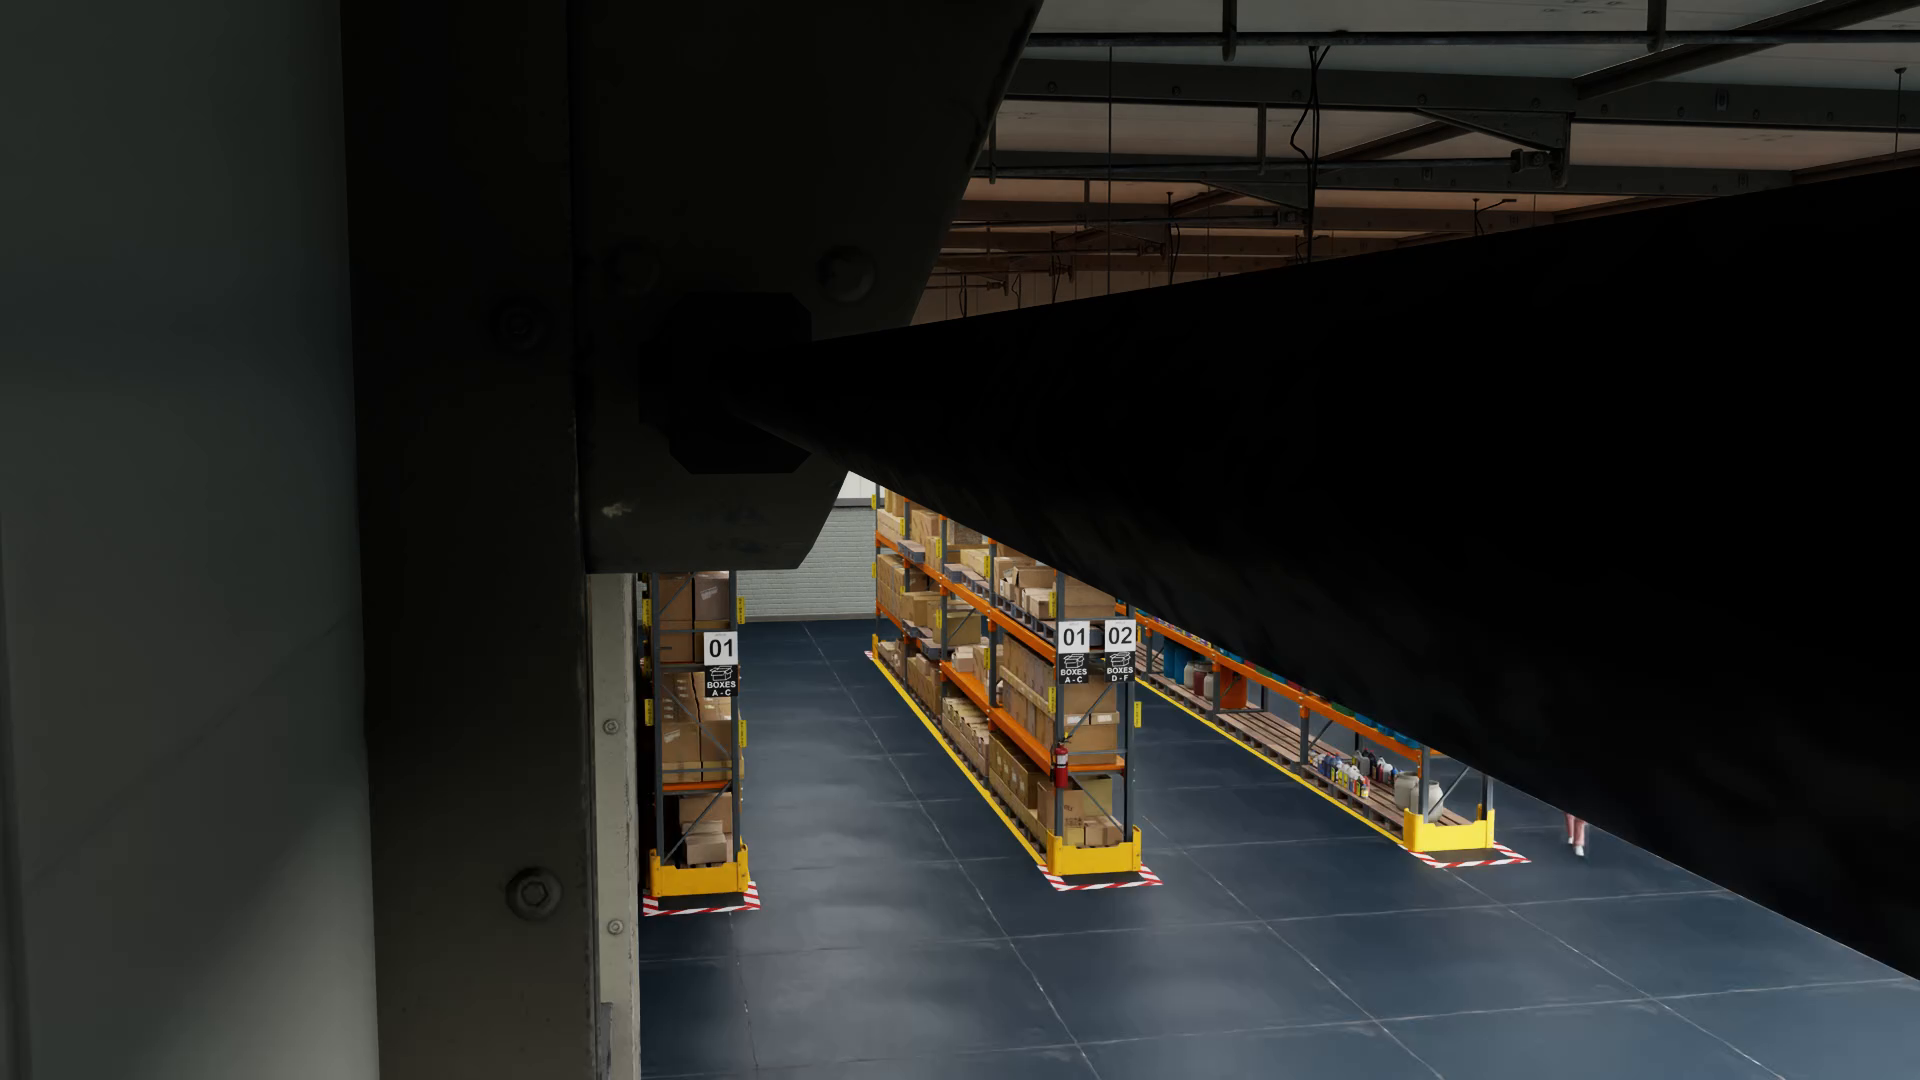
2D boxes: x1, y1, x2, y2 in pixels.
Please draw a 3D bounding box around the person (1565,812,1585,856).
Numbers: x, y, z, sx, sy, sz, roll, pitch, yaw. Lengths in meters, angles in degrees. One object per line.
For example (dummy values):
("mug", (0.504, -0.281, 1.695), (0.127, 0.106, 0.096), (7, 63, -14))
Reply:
("person", (8.042, 3.260, 21.816), (0.467, 1.625, 0.978), (3, 7, 30))
